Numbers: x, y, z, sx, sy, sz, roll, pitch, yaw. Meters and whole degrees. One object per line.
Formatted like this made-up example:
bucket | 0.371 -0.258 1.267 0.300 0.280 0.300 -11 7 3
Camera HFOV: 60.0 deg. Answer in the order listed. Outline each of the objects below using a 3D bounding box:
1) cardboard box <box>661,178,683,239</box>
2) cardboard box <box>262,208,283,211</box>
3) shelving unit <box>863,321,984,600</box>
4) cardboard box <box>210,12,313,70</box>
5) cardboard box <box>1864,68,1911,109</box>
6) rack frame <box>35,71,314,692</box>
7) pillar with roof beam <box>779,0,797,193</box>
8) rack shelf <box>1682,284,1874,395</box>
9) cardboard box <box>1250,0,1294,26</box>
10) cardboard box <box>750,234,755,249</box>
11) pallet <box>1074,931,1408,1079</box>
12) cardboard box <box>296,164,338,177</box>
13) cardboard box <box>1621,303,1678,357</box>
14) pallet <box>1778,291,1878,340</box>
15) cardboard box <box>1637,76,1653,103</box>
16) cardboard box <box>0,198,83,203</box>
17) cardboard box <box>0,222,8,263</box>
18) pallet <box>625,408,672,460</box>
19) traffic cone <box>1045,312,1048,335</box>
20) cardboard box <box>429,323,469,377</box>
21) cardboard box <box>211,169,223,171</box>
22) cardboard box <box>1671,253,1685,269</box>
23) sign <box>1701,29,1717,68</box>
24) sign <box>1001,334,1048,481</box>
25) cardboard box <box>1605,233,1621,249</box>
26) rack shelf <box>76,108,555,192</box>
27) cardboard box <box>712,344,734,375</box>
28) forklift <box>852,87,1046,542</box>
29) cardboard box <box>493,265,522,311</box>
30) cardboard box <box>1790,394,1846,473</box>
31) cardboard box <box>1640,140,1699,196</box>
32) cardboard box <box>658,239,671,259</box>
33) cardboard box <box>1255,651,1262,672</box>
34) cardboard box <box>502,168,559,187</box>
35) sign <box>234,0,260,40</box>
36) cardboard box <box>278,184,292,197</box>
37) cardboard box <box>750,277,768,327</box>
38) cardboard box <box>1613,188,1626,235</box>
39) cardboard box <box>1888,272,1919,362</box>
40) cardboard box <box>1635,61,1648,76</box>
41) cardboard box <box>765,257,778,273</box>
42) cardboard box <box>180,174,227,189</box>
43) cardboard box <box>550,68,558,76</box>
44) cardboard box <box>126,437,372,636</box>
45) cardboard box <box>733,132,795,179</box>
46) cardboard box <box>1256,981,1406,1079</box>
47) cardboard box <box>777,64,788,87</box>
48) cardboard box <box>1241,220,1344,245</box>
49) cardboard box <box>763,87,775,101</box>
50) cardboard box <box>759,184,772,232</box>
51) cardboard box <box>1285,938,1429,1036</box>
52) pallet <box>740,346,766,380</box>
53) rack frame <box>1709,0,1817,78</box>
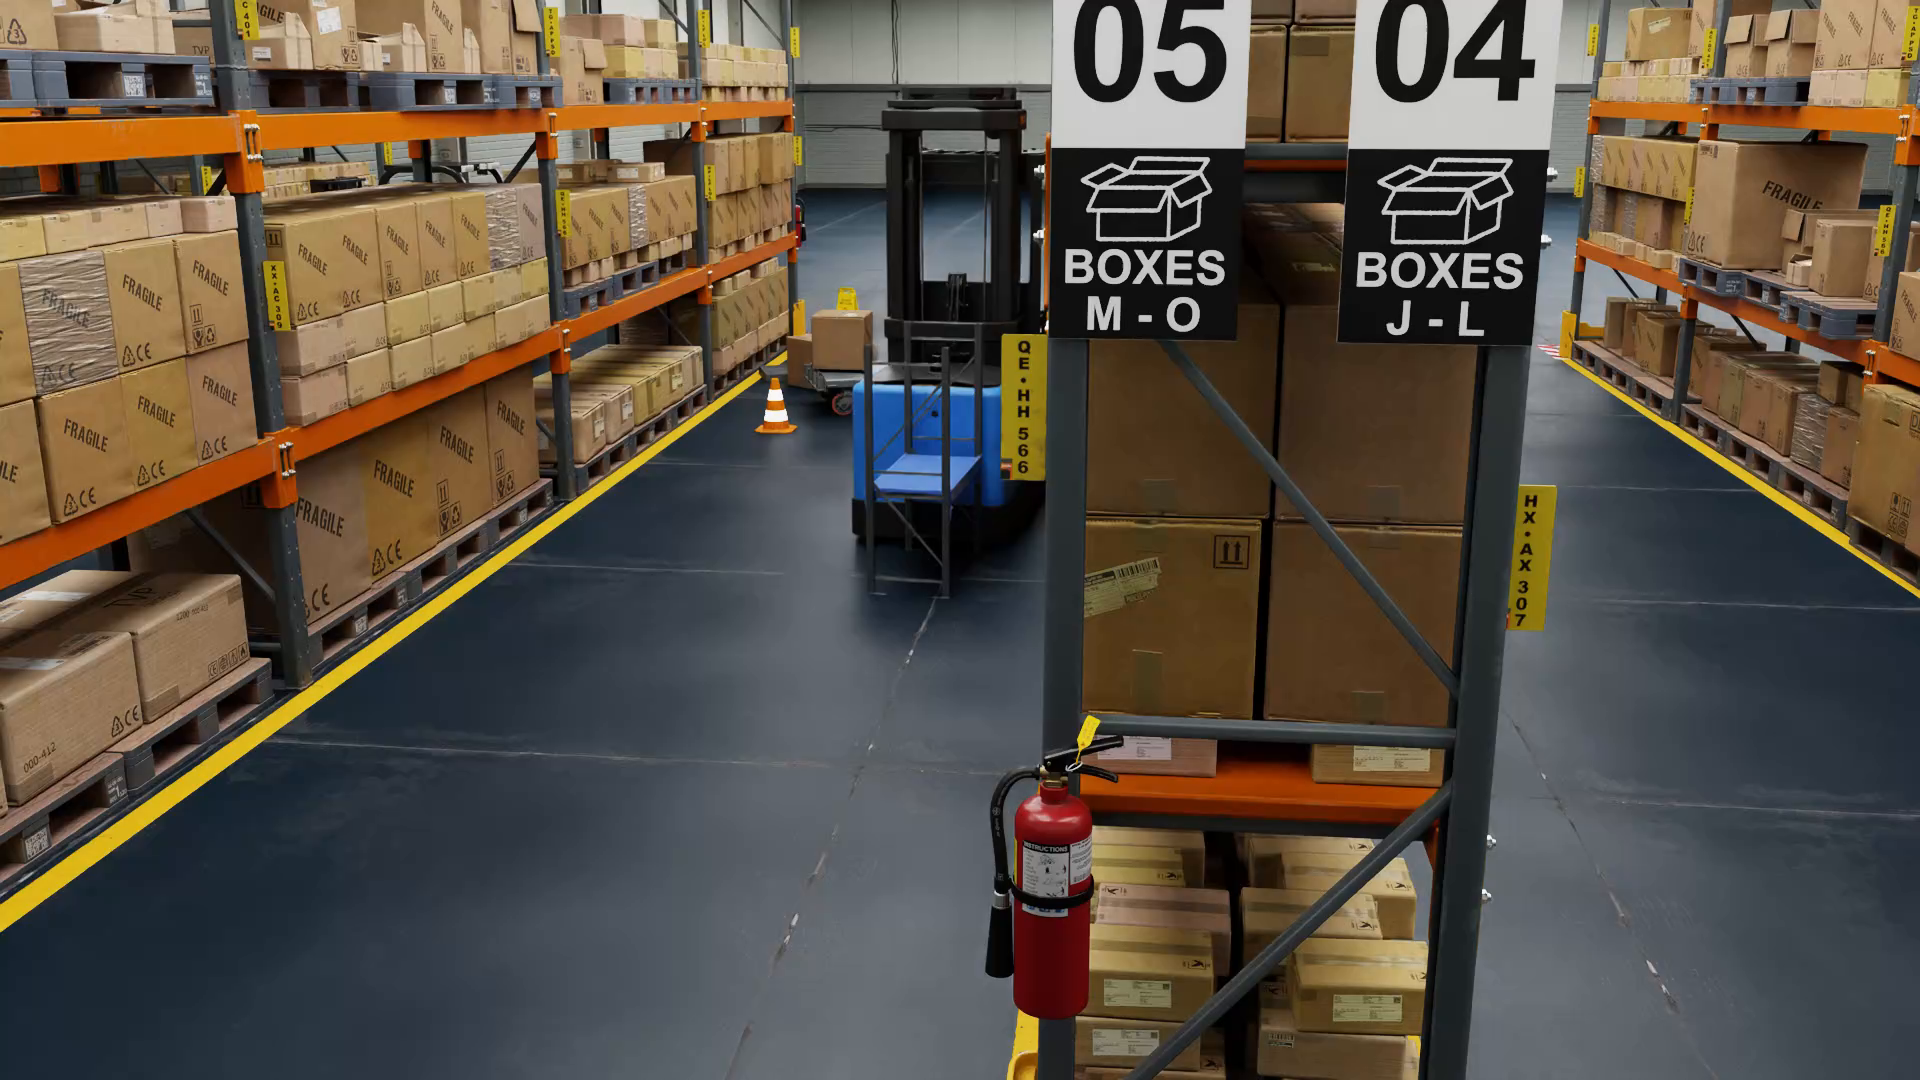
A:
cardboard box | -2.764 -2.929 14.682 0.500 0.500 0.500 2 15 7
cardboard box | -3.936 -1.504 8.869 0.500 0.500 0.500 2 15 7
shelving unit | -0.208 -0.515 10.195 0.538 1.500 1.048 3 15 11
cardboard box | -3.384 -2.420 8.072 0.396 0.266 0.258 2 15 6
cardboard box | 6.320 -2.967 10.927 0.500 0.250 0.500 2 15 6
rack frame | -3.788 -0.715 8.059 1.000 3.000 0.127 2 15 6
pillar with roof beam | -0.678 -14.368 47.060 9.100 9.000 0.400 2 15 6
rack shelf | 6.735 -1.632 12.829 1.077 0.370 4.000 2 15 6
cardboard box | 0.489 -1.302 3.813 0.500 0.250 0.500 1 15 5
cardboard box | -2.377 -3.138 17.503 0.380 0.149 0.250 2 15 6
pallet | 0.826 1.559 4.993 1.003 0.211 1.213 2 15 6
cardboard box | -7.299 -4.182 18.879 0.380 0.149 0.250 2 15 7
cardboard box | 7.292 -2.214 17.587 0.500 0.500 0.500 6 16 21
pallet | 6.484 -1.556 11.537 1.213 0.211 1.003 2 15 6
cardboard box | 6.936 -4.396 16.214 0.500 0.250 0.500 2 15 8
cardboard box | -4.095 -1.418 7.309 0.380 0.149 0.250 2 15 7
cardboard box | -3.727 -1.076 6.044 0.380 0.149 0.250 2 15 6
pallet | -3.107 -0.924 14.176 1.003 0.211 1.213 2 15 6
traffic cone | 1.025 -2.387 19.104 0.336 0.463 0.334 2 15 6
cardboard box | -3.280 -1.145 9.937 0.500 0.250 0.500 1 15 5
cardboard box | -7.906 -3.863 17.697 0.380 0.149 0.250 2 15 6
cardboard box | 6.819 -2.569 15.396 0.380 0.149 0.250 2 15 6
sign | 6.421 -4.209 14.246 0.100 0.325 0.005 2 15 6
sign | 0.141 -0.291 3.668 0.100 0.325 0.005 2 15 6
cardboard box | 7.046 -3.153 17.557 0.380 0.149 0.250 2 15 6
rack shelf | -3.563 -2.334 9.680 1.077 0.370 4.000 2 15 6
cardboard box | -2.551 -1.810 16.573 0.500 0.250 0.500 1 15 4
forklift | 0.074 -1.738 11.975 1.130 2.935 3.031 3 15 11
cardboard box | -3.193 -1.655 10.866 0.500 0.250 0.500 1 15 5
cardboard box | 6.615 -0.785 12.264 0.700 0.500 0.500 0 15 2
cardboard box | 6.851 -3.557 15.892 0.500 0.500 0.500 2 15 6
cardboard box | -2.735 -2.528 14.440 0.380 0.149 0.250 2 15 7
cardboard box | 1.017 0.282 4.853 0.380 0.149 0.250 2 15 9
cardboard box | -3.433 -2.893 13.305 0.380 0.149 0.250 1 15 4
sign | -3.237 -2.435 7.531 0.100 0.325 0.005 2 15 6
cardboard box | -7.348 -3.702 17.674 0.380 0.149 0.250 1 15 4
cardboard box | -2.385 -2.583 17.994 0.500 0.500 0.500 1 15 5
cardboard box | 7.386 -3.452 17.421 0.875 0.500 0.500 2 15 6
cardboard box | 6.185 -1.391 10.367 0.500 0.500 0.500 2 15 8
cardboard box | 6.971 -4.702 16.583 0.380 0.149 0.250 1 15 4
cardboard box | -2.240 -3.065 18.535 0.380 0.149 0.250 2 15 8
cardboard box | -7.565 -3.585 16.669 0.380 0.149 0.250 2 15 7
cardboard box | -3.104 -3.278 12.050 0.396 0.266 0.258 2 15 6
cardboard box | -3.798 -0.055 8.885 0.875 0.875 0.875 2 15 8
cardboard box | -2.275 -4.363 18.873 0.700 0.500 0.500 1 15 5
cardboard box | 1.004 1.344 4.533 0.380 0.149 0.250 2 15 9
cardboard box | -2.224 -5.206 18.638 0.500 0.250 0.500 2 15 6
cardboard box | 1.232 -0.873 5.969 0.500 0.500 0.500 2 15 8
cardboard box | -2.256 -4.920 18.344 0.380 0.149 0.250 2 15 8
cardboard box | -2.343 -3.611 18.008 0.500 0.500 0.500 2 15 6
cardboard box | 1.087 1.203 4.486 0.380 0.149 0.250 1 15 4
pallet | -2.710 -1.936 17.918 1.003 0.211 1.213 2 15 6
rack frame | 6.961 -5.394 13.870 1.000 3.000 0.127 2 15 6
